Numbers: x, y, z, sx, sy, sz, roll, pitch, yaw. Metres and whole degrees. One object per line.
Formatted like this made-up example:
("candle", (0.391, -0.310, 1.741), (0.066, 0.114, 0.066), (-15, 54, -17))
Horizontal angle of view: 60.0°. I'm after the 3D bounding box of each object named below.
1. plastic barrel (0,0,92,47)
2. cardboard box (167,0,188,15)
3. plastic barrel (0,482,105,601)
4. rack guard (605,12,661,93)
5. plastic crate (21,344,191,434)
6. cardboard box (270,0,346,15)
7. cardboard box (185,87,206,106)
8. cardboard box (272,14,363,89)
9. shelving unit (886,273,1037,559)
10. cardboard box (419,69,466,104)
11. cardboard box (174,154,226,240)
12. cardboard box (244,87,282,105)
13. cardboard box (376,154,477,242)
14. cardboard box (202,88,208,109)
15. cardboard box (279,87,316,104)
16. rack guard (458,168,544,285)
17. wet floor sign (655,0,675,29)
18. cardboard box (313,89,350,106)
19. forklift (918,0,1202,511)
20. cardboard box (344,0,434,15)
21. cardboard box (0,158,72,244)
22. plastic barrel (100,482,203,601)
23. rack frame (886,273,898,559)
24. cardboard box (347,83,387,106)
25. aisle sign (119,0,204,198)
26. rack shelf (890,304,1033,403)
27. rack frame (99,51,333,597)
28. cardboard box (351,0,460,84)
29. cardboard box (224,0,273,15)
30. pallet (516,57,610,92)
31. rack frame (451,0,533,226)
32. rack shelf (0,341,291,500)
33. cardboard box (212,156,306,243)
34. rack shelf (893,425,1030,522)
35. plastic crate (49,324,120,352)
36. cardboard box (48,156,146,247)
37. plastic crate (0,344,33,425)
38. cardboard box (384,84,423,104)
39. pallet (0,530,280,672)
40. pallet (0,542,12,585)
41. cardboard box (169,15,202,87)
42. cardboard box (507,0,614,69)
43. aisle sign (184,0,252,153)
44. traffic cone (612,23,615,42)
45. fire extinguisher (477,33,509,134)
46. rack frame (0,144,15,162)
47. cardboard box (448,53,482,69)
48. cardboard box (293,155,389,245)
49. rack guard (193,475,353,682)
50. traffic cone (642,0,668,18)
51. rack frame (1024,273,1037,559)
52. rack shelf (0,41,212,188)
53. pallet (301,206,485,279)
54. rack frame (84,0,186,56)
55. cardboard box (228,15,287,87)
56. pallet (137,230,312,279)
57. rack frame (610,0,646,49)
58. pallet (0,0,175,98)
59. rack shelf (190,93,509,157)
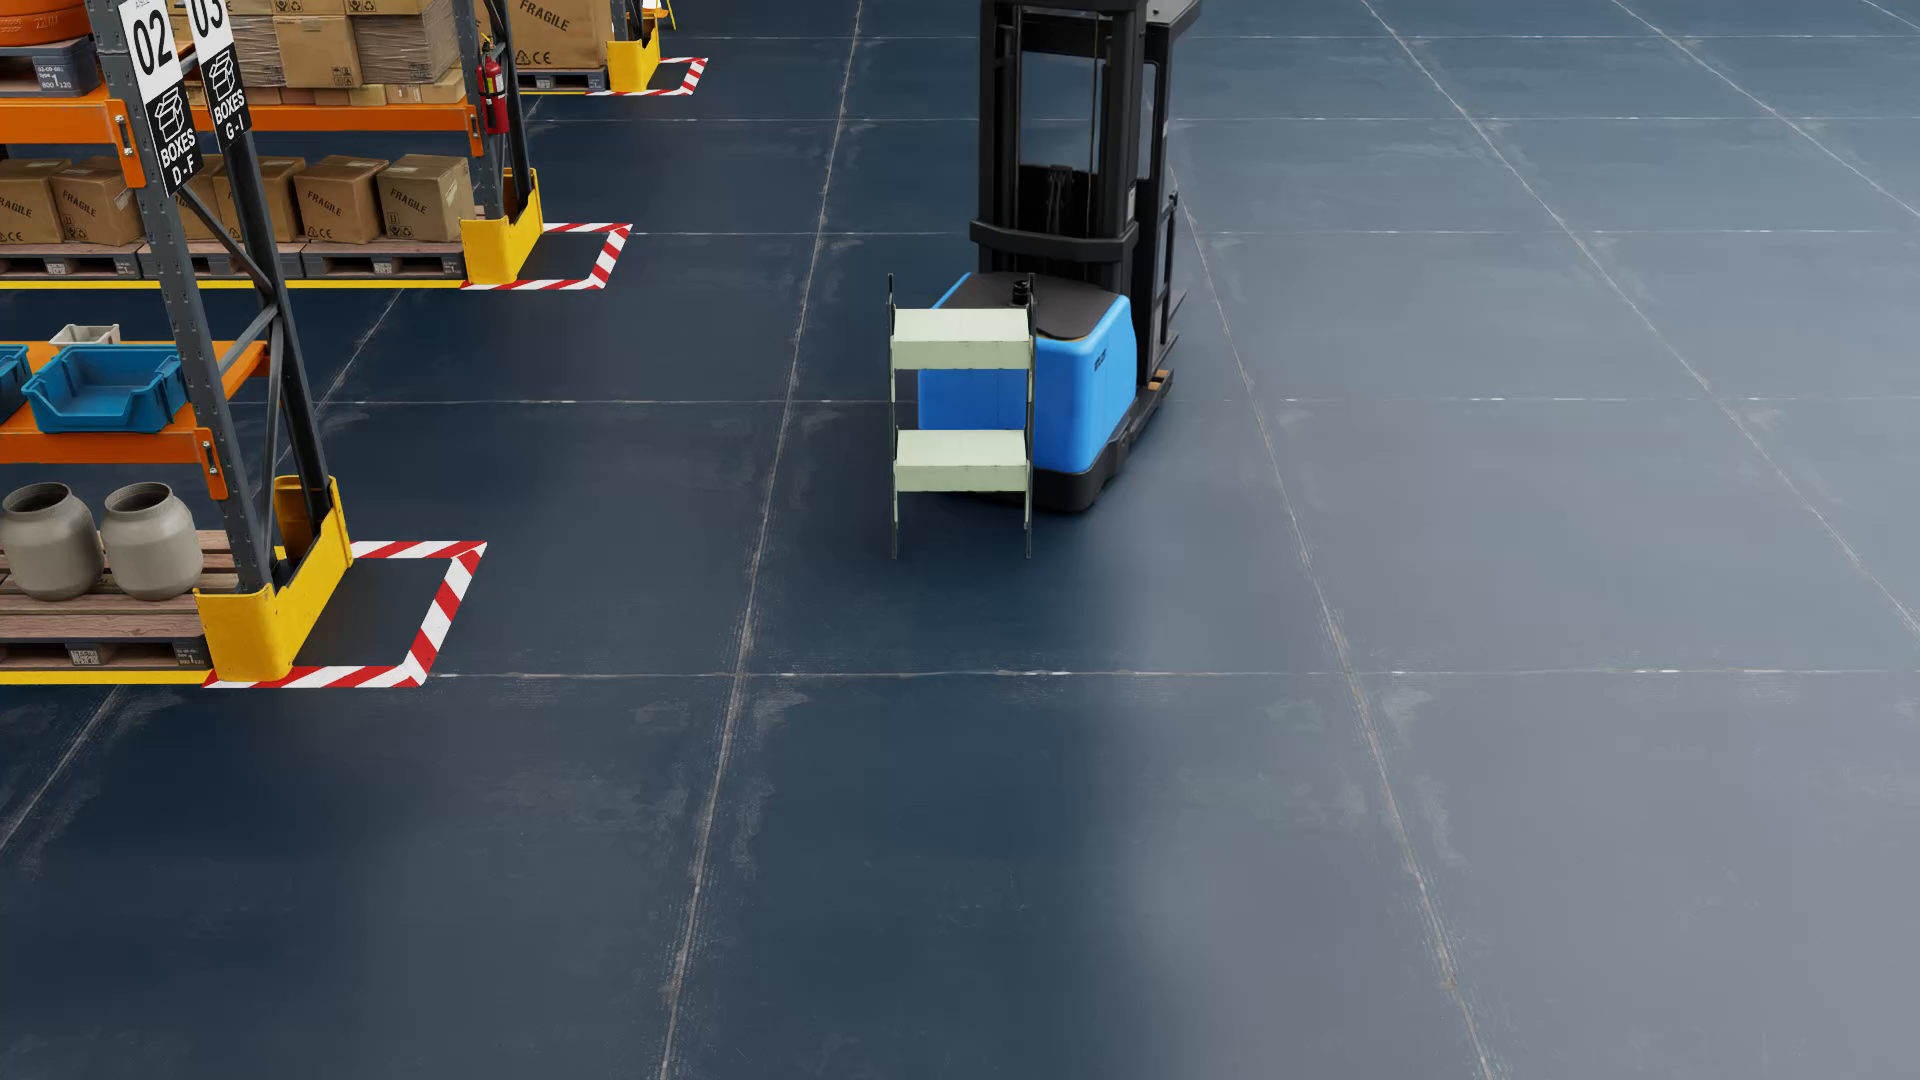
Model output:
("plastic barrel", (-3.884, -2.497, 6.763), (0.708, 0.830, 0.600), (0, 31, 0))
("cardboard box", (-5.478, -3.953, 11.527), (0.500, 0.500, 0.500), (0, 31, 0))
("plastic barrel", (-4.558, 0.009, 8.337), (0.421, 0.512, 0.421), (0, 31, 0))
("rack guard", (-3.334, -4.992, 16.996), (0.348, 0.500, 1.175), (0, 31, 0))
("plastic crate", (-3.898, -0.698, 7.653), (0.616, 0.251, 0.499), (0, 31, 0))
("cardboard box", (-4.477, -3.951, 11.523), (0.500, 0.500, 0.500), (0, 31, 0))
("cardboard box", (-5.463, -3.249, 11.955), (0.250, 0.149, 0.380), (0, 31, 0))
("cardboard box", (-4.478, -3.606, 11.919), (0.500, 0.500, 0.875), (0, 31, 0))
("shelving unit", (0.007, -0.641, 8.861), (0.755, 1.500, 0.431), (0, 31, 0))
("cardboard box", (-3.713, -3.272, 11.994), (0.250, 0.149, 0.380), (0, 31, 0))
("cardboard box", (-5.836, -2.615, 12.673), (0.500, 0.500, 0.500), (-3, 31, -5))
("cardboard box", (-4.963, -3.260, 11.974), (0.250, 0.149, 0.380), (0, 31, 0))
("cardboard box", (-4.054, -2.605, 12.657), (0.500, 0.500, 0.500), (5, 32, 9))
("cardboard box", (-5.212, -3.213, 11.896), (0.250, 0.149, 0.380), (0, 31, 0))
("cardboard box", (-4.713, -3.272, 11.994), (0.250, 0.149, 0.380), (0, 31, 0))
("rack guard", (-3.505, -2.419, 12.755), (0.348, 0.500, 1.175), (0, 31, 0))
("wet floor sign", (-3.341, -6.082, 18.651), (0.232, 0.644, 0.267), (-5, 32, -9))
("cardboard box", (-4.463, -3.252, 11.960), (0.250, 0.149, 0.380), (0, 31, 0))
("forklift", (0.745, -2.168, 9.997), (1.130, 2.935, 3.031), (11, 33, 18))
("cardboard box", (-3.978, -3.955, 11.530), (0.500, 0.500, 0.500), (0, 31, 0))
("cardboard box", (-7.029, -2.567, 12.594), (0.500, 0.500, 0.500), (-1, 31, -2))
("plastic barrel", (-4.057, 0.007, 8.340), (0.421, 0.512, 0.421), (0, 31, 0))
("rack frame", (-0.359, -0.640, 8.859), (0.023, 1.500, 0.400), (0, 31, 0))
("cardboard box", (-4.212, -3.244, 11.948), (0.250, 0.149, 0.380), (0, 31, 0))
("aisle sign", (-3.325, -1.876, 6.944), (0.004, 0.787, 0.394), (0, 31, 0))
("rack shelf", (0.007, -0.975, 8.659), (0.720, 0.370, 0.431), (0, 31, 0))
("rack frame", (-3.399, -0.919, 7.872), (0.127, 3.000, 1.000), (0, 31, 0))
("cardboard box", (-3.979, -3.670, 12.024), (0.500, 0.500, 0.875), (0, 31, 0))
("cardboard box", (-4.977, -3.951, 11.522), (0.500, 0.500, 0.500), (0, 31, 0))
("pallet", (-4.157, -4.826, 17.000), (1.213, 0.211, 1.003), (0, 31, 0))
("rack frame", (-3.429, -3.488, 12.107), (0.127, 3.000, 1.000), (0, 31, 0))
("rack shelf", (-5.399, -0.605, 8.049), (4.000, 0.370, 1.077), (0, 31, 0))
("cardboard box", (-5.277, -2.594, 12.638), (0.500, 0.500, 0.500), (3, 31, 4))
("rack shelf", (0.007, -0.363, 9.030), (0.720, 0.370, 0.431), (0, 31, 0))
("plastic crate", (-4.296, -0.970, 8.211), (0.250, 0.136, 0.298), (0, 31, 0))
("cardboard box", (-6.456, -2.572, 12.603), (0.500, 0.500, 0.500), (10, 33, 15))
("plastic crate", (-4.547, -0.699, 7.654), (0.408, 0.251, 0.499), (0, 31, 0))
("cardboard box", (-3.963, -3.272, 11.993), (0.250, 0.149, 0.380), (0, 31, 0))
("pallet", (-4.287, 0.298, 8.555), (1.213, 0.211, 1.003), (0, 31, 0))
("pallet", (-5.504, 0.300, 8.552), (1.213, 0.211, 1.003), (0, 31, 0))
("cardboard box", (-5.479, -3.632, 11.961), (0.500, 0.500, 0.875), (0, 31, 0))
("cardboard box", (-4.036, -5.296, 16.730), (0.875, 0.875, 0.875), (0, 31, 0))
("aisle sign", (-3.329, -2.182, 7.449), (0.004, 0.787, 0.394), (0, 31, 0))
("traffic cone", (-3.897, -5.711, 18.217), (0.334, 0.463, 0.336), (0, 31, 0))
("fire extinguisher", (-3.312, -3.216, 11.734), (0.183, 0.674, 0.296), (0, 31, 0))
("rack frame", (-7.429, -3.475, 12.086), (0.127, 3.000, 1.000), (0, 31, 0))
("cardboard box", (-3.715, -3.503, 12.374), (0.250, 0.149, 0.380), (0, 31, 0))
("cardboard box", (-4.651, -2.586, 12.625), (0.500, 0.500, 0.500), (8, 32, 13))
("rack guard", (-3.475, 0.175, 8.480), (0.348, 0.500, 1.175), (0, 31, 0))
("traffic cone", (-3.564, -6.298, 19.185), (0.334, 0.463, 0.336), (0, 31, 0))
("rack frame", (0.373, -0.642, 8.863), (0.023, 1.500, 0.400), (0, 31, 0))
("rack shelf", (-5.399, -1.887, 7.271), (4.000, 0.370, 1.077), (0, 31, 0))
("pallet", (-4.318, -2.311, 12.856), (1.213, 0.211, 1.003), (0, 31, 0))
("rack frame", (-3.399, -3.483, 6.316), (0.127, 3.000, 1.000), (0, 31, 0))
("cardboard box", (-4.979, -3.627, 11.954), (0.500, 0.500, 0.875), (0, 31, 0))
("pallet", (-5.535, -2.309, 12.852), (1.213, 0.211, 1.003), (0, 31, 0))
("rack frame", (-3.358, -6.061, 16.348), (0.127, 3.000, 1.000), (0, 31, 0))
("pallet", (-4.227, -2.168, 7.223), (1.213, 0.211, 1.003), (0, 31, 0))
("rack shelf", (-5.429, -3.174, 12.283), (4.000, 0.370, 1.077), (0, 31, 0))
